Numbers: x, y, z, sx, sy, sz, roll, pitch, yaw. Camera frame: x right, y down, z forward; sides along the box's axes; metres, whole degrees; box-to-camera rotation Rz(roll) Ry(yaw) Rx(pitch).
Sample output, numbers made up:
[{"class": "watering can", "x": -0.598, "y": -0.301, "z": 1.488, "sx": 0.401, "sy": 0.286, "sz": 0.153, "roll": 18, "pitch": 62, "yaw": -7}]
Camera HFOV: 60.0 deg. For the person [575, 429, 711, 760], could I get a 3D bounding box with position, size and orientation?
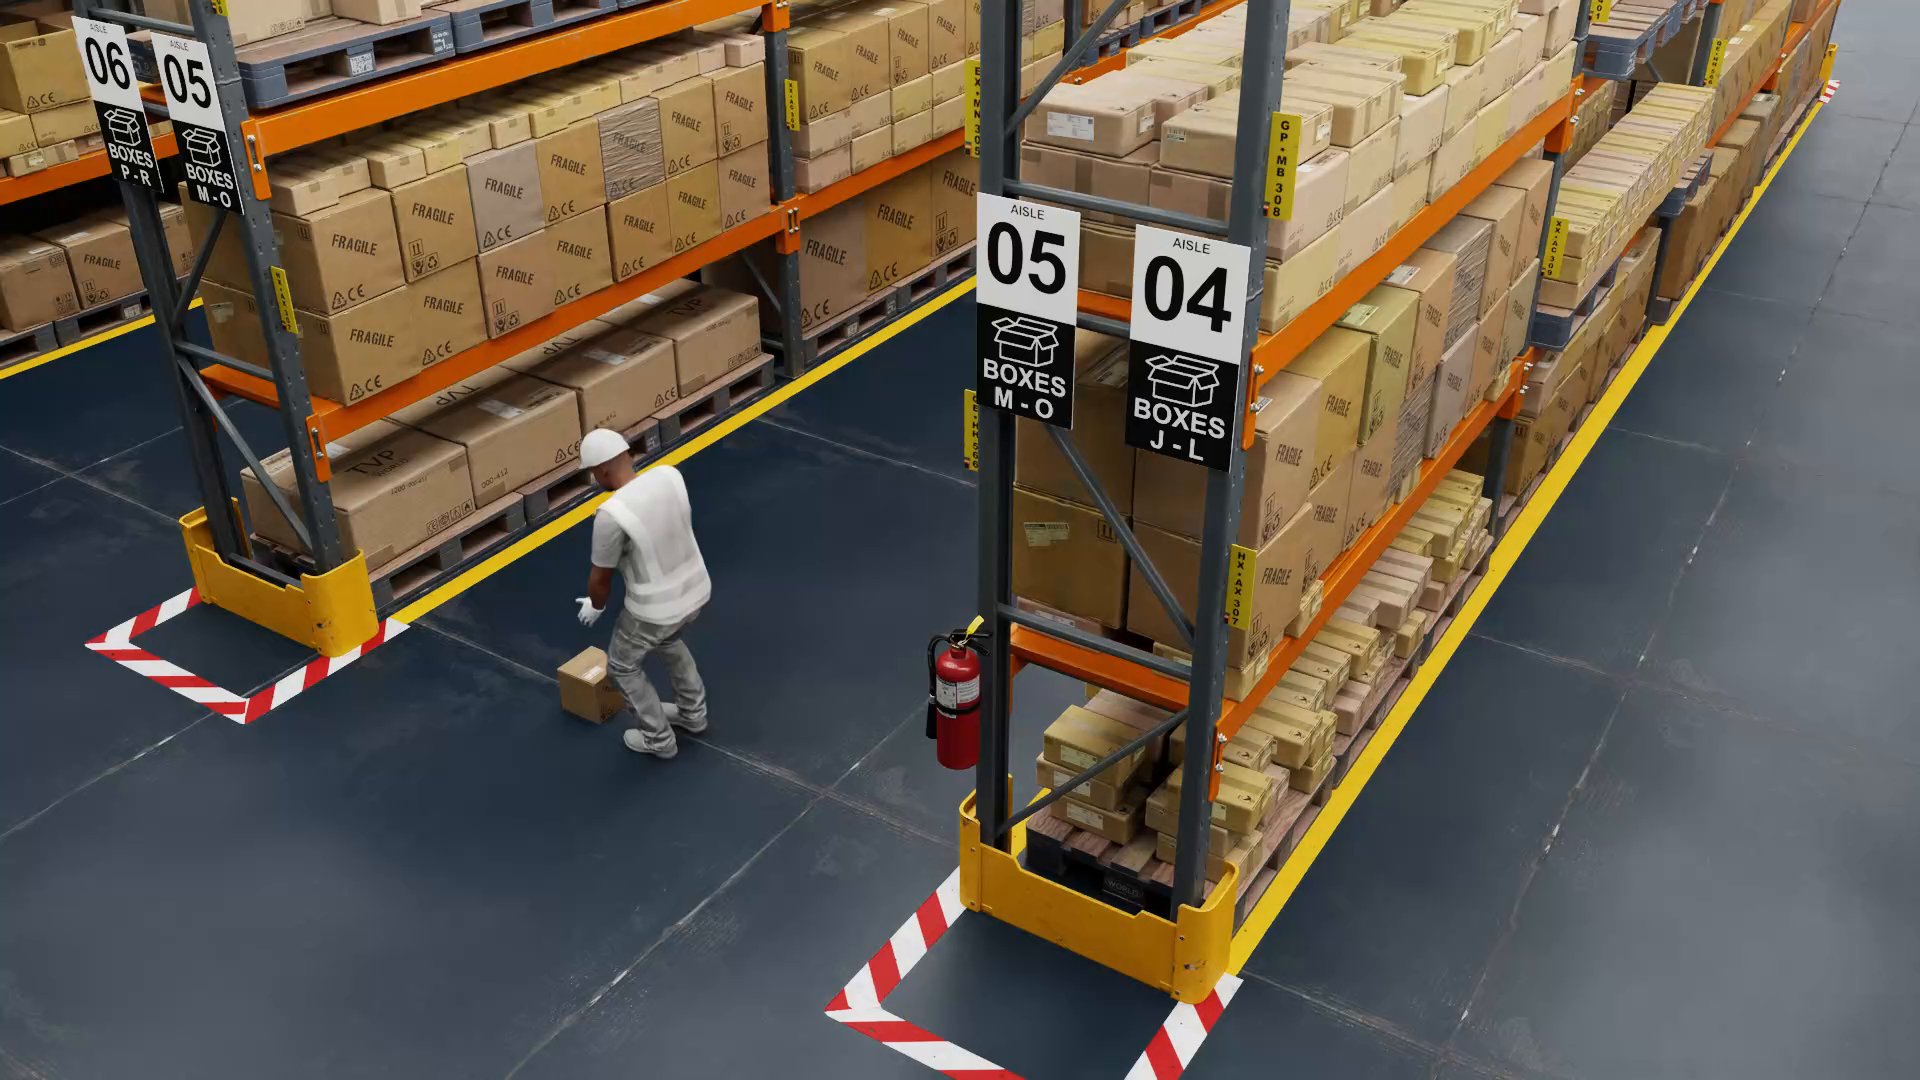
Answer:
[{"class": "person", "x": -1.485, "y": 0.266, "z": 7.836, "sx": 0.561, "sy": 1.663, "sz": 0.591, "roll": 18, "pitch": 35, "yaw": 28}]
